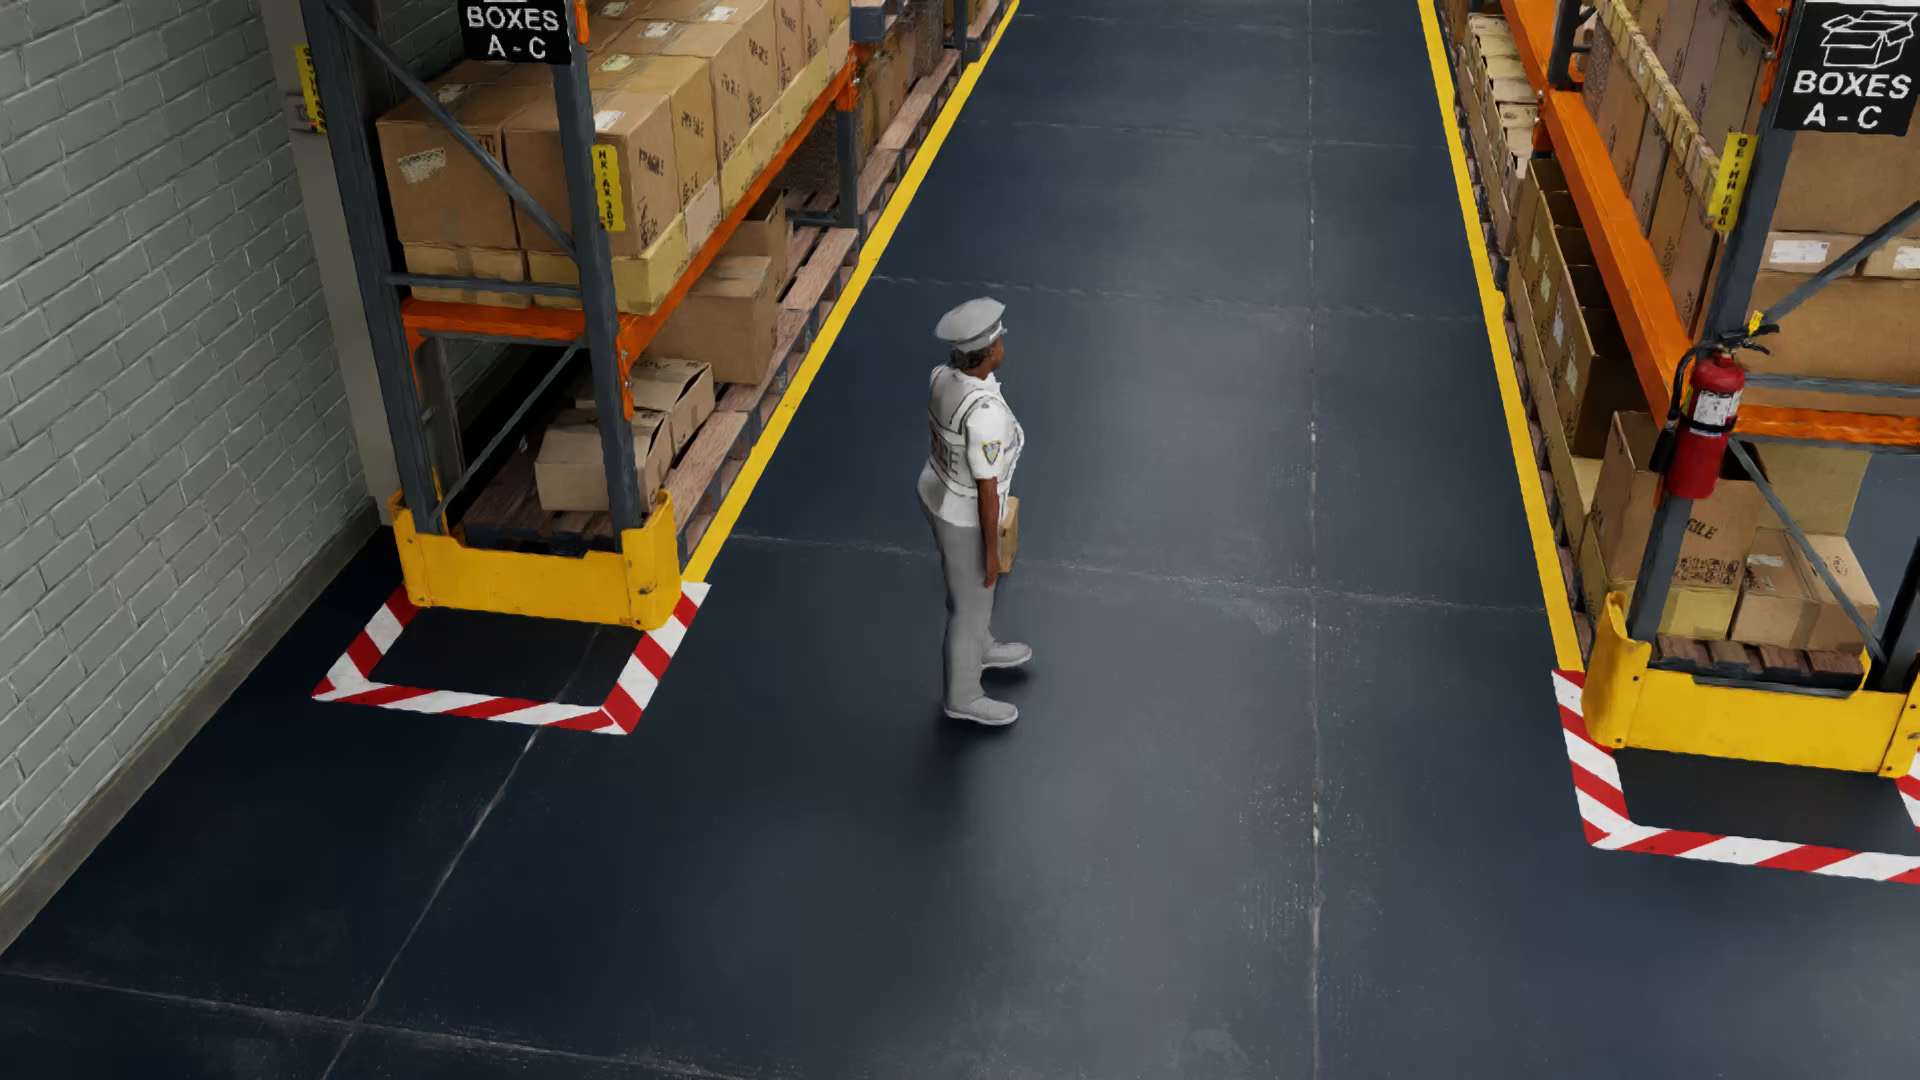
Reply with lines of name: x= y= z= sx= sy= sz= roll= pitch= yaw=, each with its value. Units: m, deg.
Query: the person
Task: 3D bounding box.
person: x=0.105 y=-0.097 z=6.240 sx=0.484 sy=1.685 sz=0.508 roll=-12 pitch=34 yaw=-18
